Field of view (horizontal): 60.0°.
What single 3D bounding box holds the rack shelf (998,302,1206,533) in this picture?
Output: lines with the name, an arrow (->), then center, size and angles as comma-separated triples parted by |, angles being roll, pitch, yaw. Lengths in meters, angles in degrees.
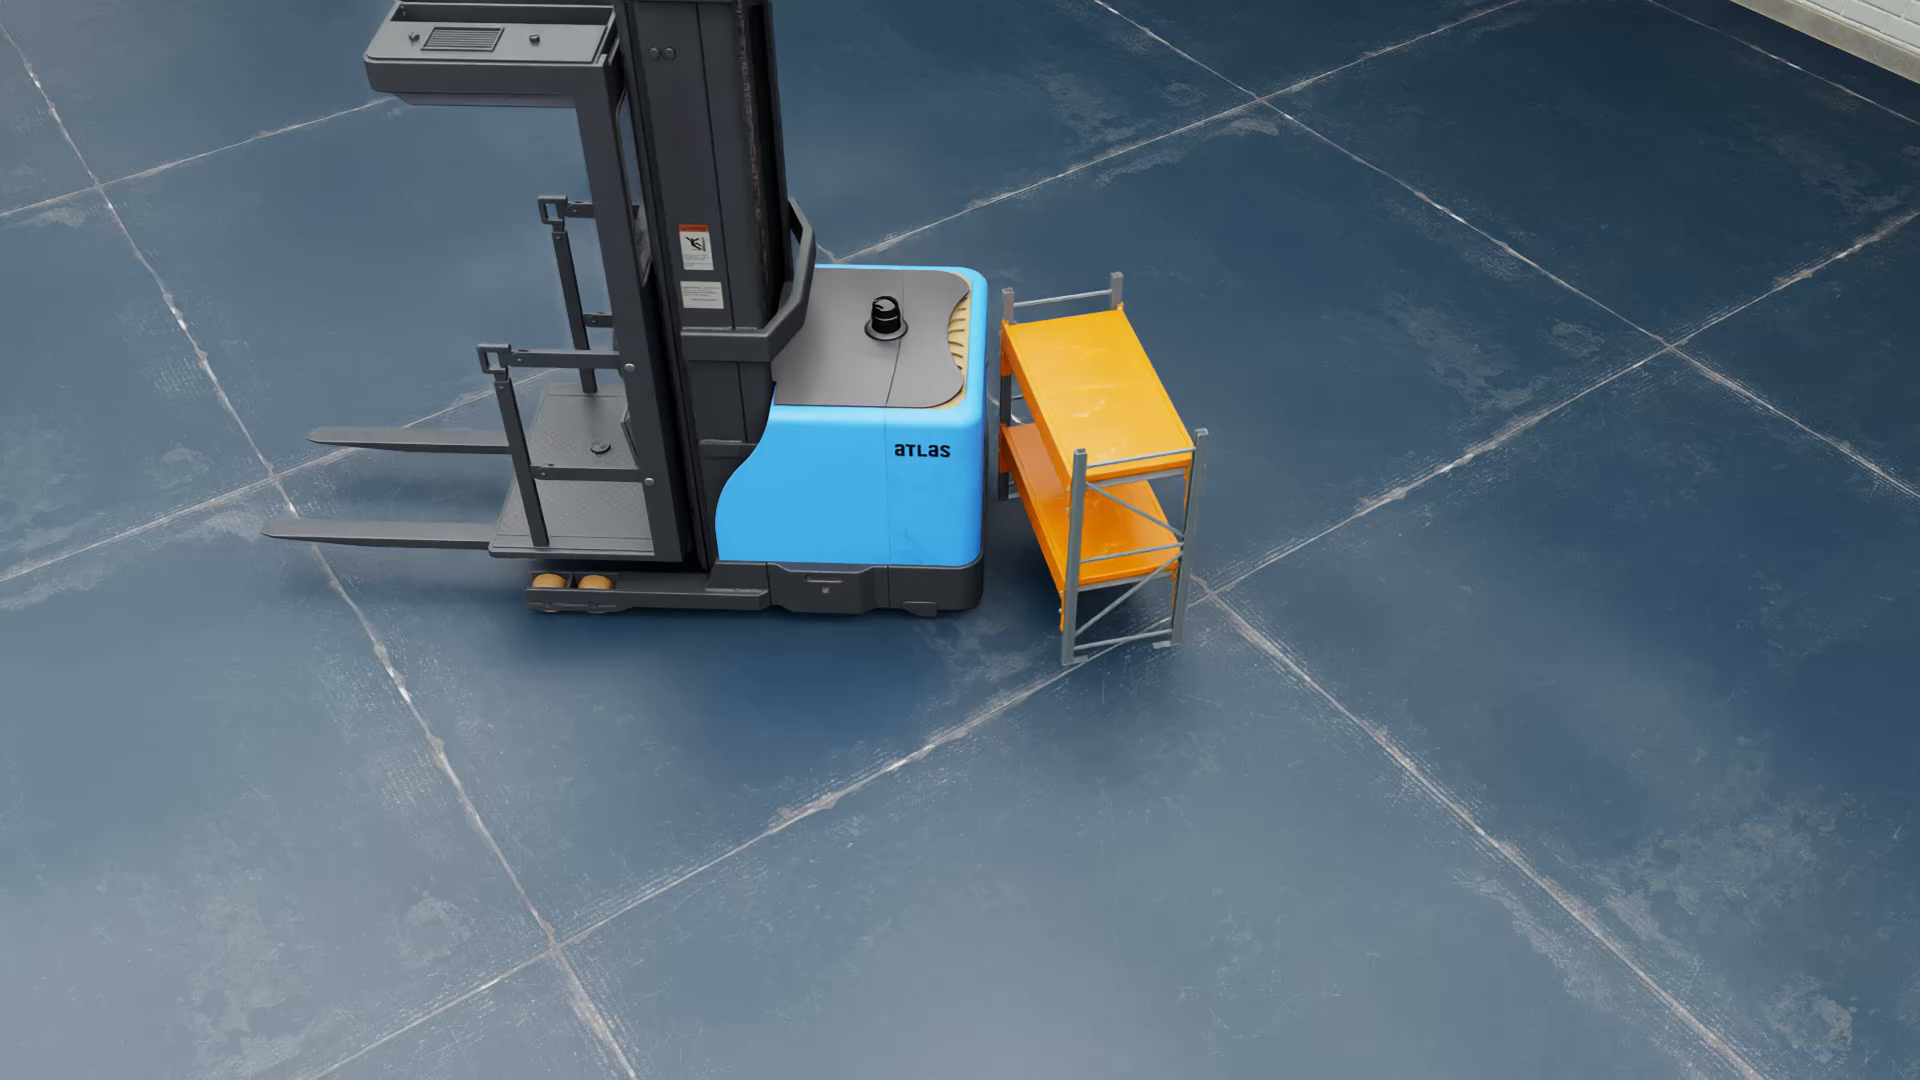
rack shelf -> 0.534, -0.501, 6.527 | 0.538, 0.278, 1.000 | -9, 44, -10

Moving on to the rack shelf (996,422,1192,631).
rack shelf -> 0.534, -0.112, 6.898 | 0.538, 0.278, 1.000 | -9, 44, -10

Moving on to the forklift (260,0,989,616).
forklift -> -1.403, -1.119, 6.290 | 3.031, 2.935, 1.130 | 2, 44, 2

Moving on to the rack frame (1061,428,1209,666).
rack frame -> 0.654, 0.052, 6.372 | 0.500, 1.125, 0.032 | -9, 44, -10

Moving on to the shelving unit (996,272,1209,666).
shelving unit -> 0.534, -0.289, 6.729 | 0.538, 1.125, 1.048 | -9, 44, -10

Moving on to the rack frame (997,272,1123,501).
rack frame -> 0.415, -0.630, 7.087 | 0.500, 1.125, 0.032 | -9, 44, -10
